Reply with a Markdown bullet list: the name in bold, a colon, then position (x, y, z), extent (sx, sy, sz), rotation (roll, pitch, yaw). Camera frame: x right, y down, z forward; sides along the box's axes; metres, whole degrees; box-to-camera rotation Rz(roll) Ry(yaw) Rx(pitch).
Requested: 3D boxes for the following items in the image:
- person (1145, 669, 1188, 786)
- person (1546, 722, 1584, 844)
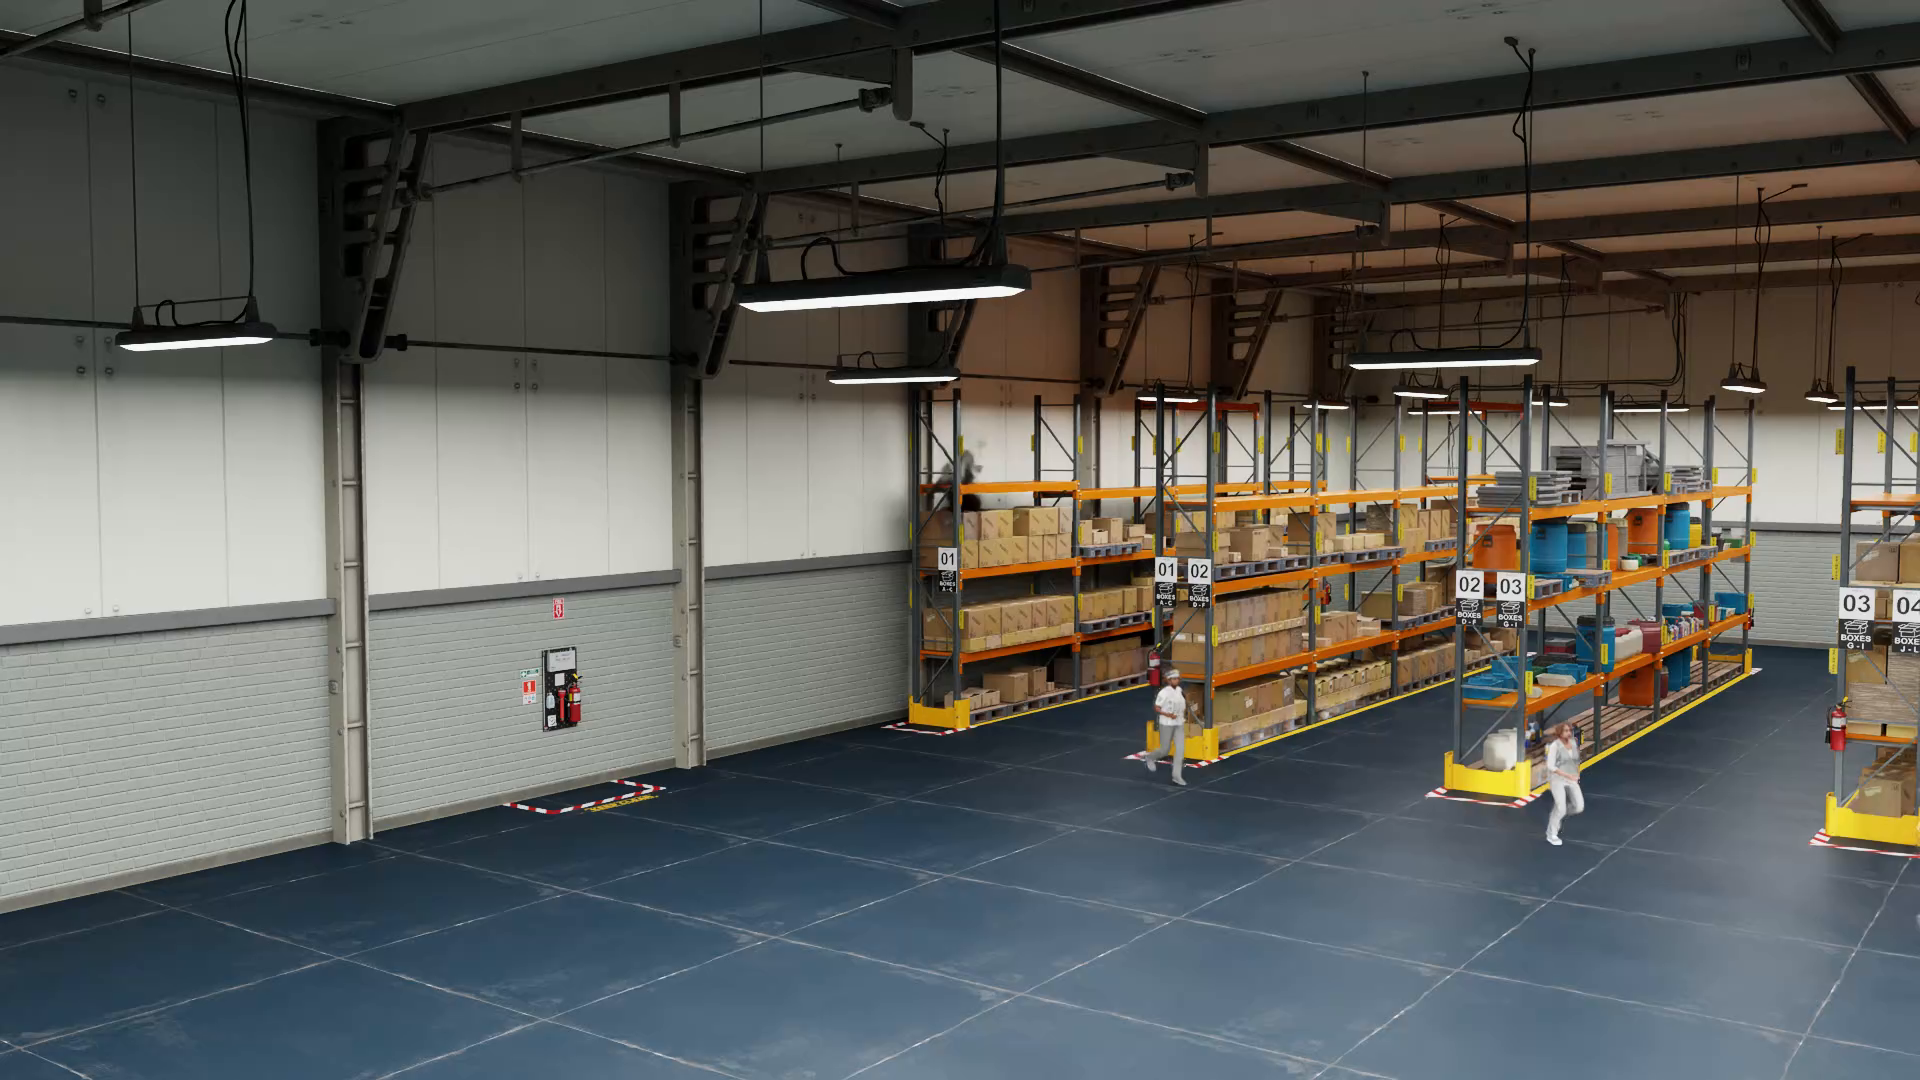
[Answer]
- **person**: position (3.137, 2.757, 24.766), extent (0.584, 1.694, 0.878), rotation (-2, 4, -32)
- **person**: position (7.574, 3.044, 20.756), extent (0.569, 1.554, 0.599), rotation (-1, 3, -18)
